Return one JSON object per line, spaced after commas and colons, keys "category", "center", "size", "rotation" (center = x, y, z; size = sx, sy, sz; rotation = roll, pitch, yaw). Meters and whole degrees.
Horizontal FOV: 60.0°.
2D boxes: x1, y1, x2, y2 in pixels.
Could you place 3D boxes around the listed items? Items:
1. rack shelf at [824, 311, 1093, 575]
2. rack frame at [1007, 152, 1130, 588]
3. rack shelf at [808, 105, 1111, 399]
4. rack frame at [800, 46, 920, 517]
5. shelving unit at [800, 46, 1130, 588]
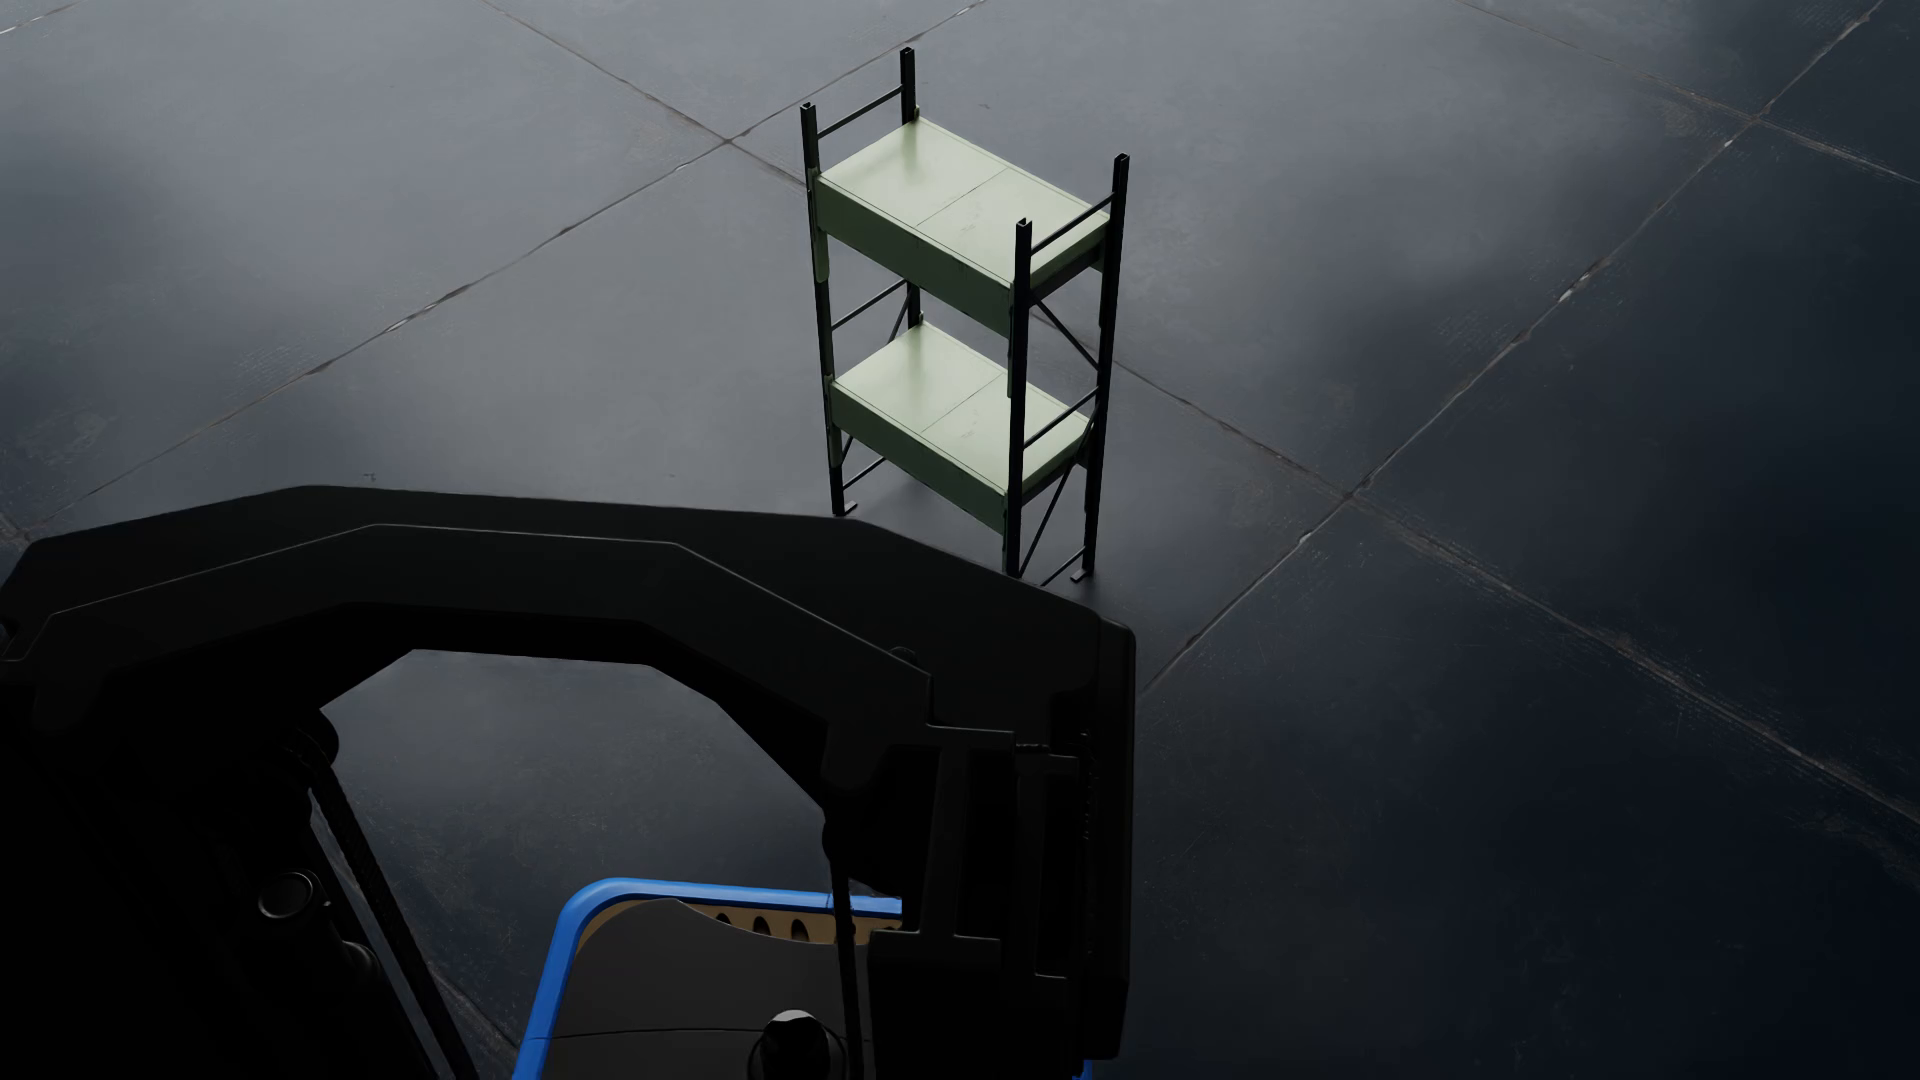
{"category": "rack shelf", "center": [0.005, -0.287, 4.938], "size": [0.720, 0.370, 0.431], "rotation": [34, 55, 28]}
{"category": "rack frame", "center": [0.274, -0.329, 4.530], "size": [0.023, 1.500, 0.400], "rotation": [34, 55, 28]}
{"category": "rack shelf", "center": [0.005, -0.777, 4.416], "size": [0.720, 0.370, 0.431], "rotation": [34, 55, 28]}
{"category": "rack frame", "center": [-0.264, -0.691, 4.870], "size": [0.023, 1.500, 0.400], "rotation": [34, 55, 28]}
{"category": "shelving unit", "center": [0.005, -0.510, 4.700], "size": [0.755, 1.500, 0.431], "rotation": [34, 55, 28]}
